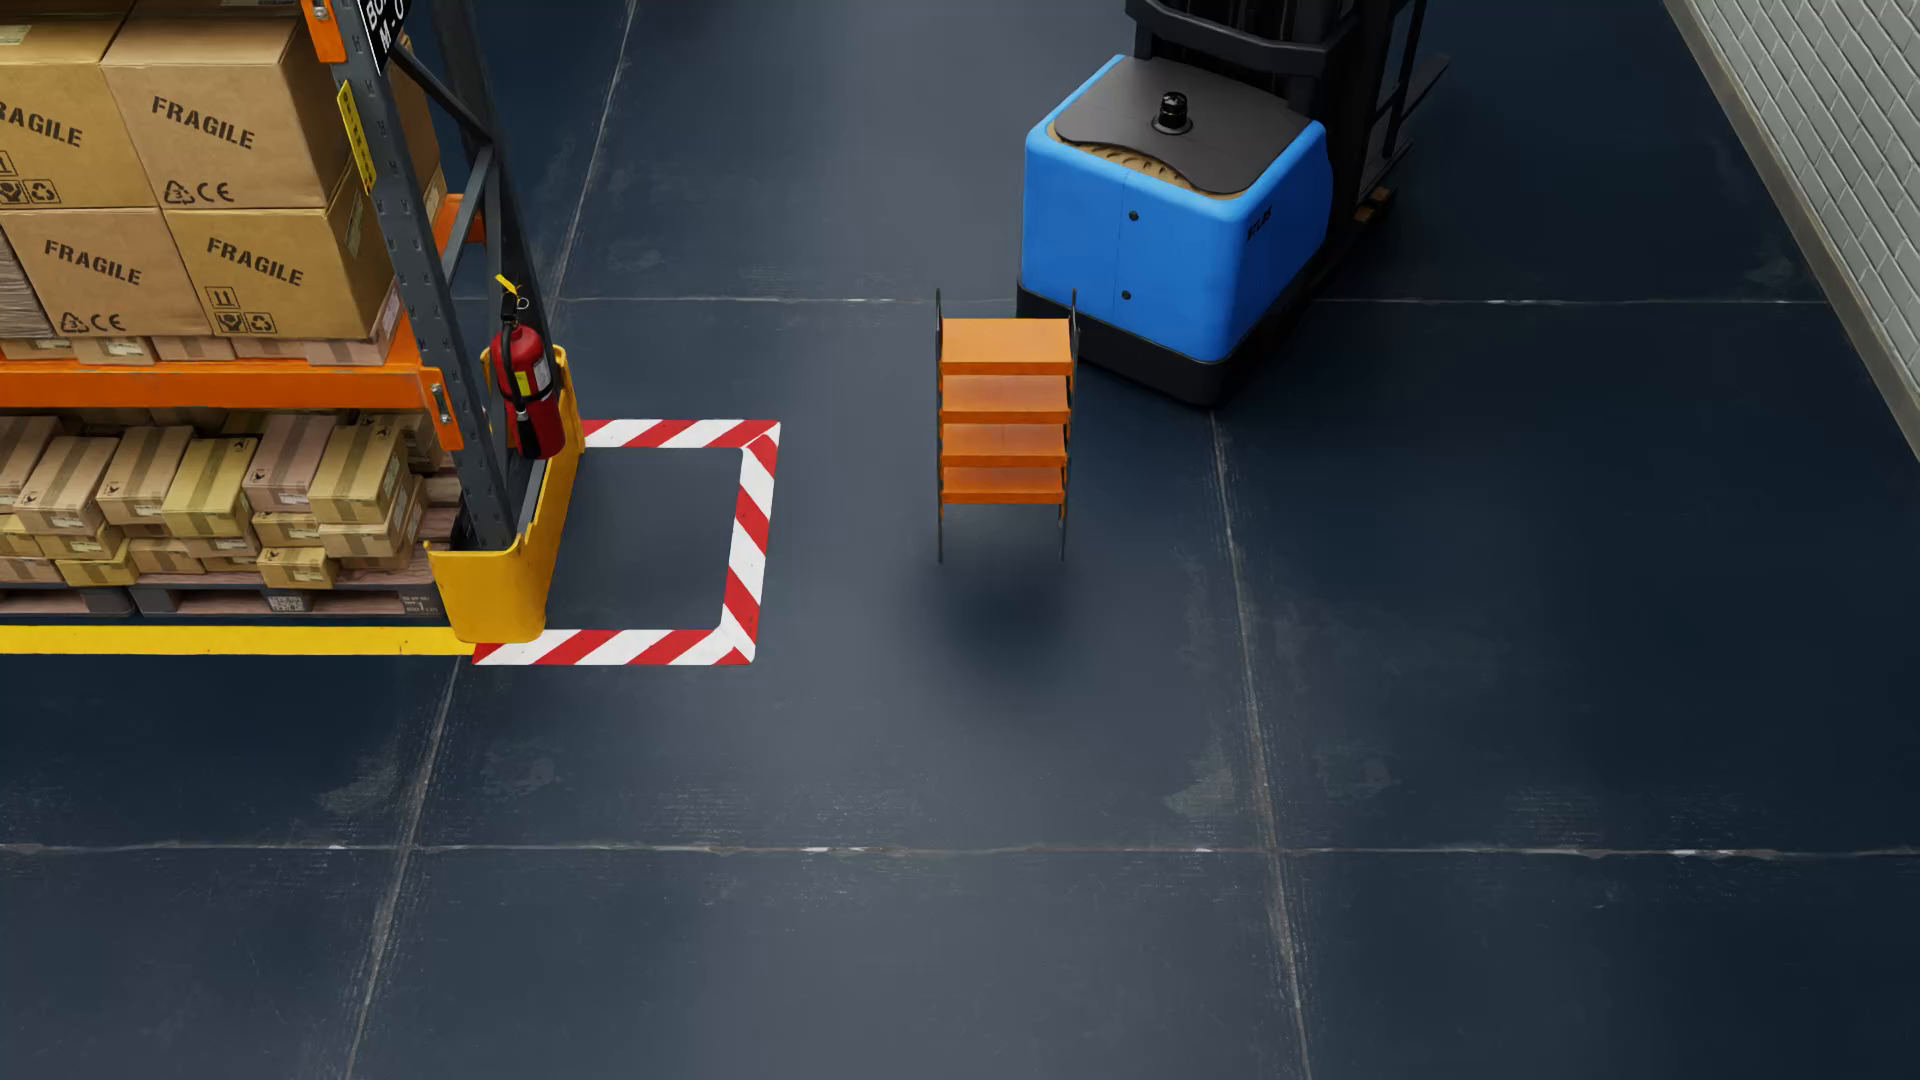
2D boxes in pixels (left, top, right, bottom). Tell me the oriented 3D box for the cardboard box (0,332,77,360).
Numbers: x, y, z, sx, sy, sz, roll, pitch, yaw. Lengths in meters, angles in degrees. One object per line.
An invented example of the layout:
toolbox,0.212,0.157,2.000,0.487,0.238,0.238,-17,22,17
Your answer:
cardboard box,-3.049,-0.786,5.604,0.250,0.149,0.380,-2,47,-2

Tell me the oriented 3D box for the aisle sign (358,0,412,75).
aisle sign,-1.632,-1.720,4.526,0.004,0.787,0.394,0,47,0

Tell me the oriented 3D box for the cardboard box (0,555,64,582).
cardboard box,-3.528,-0.027,6.386,0.250,0.149,0.380,1,47,1

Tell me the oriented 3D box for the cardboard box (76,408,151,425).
cardboard box,-3.280,-0.634,6.545,0.250,0.149,0.380,2,47,2

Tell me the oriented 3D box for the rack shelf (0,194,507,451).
rack shelf,-3.704,-0.815,5.951,4.000,0.370,1.077,0,47,0

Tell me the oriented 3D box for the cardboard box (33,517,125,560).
cardboard box,-3.271,-0.112,6.263,0.250,0.149,0.380,1,47,1

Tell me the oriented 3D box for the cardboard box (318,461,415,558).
cardboard box,-2.233,-0.120,6.270,0.250,0.149,0.380,-1,47,-1

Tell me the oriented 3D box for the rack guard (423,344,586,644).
rack guard,-1.780,-0.203,6.597,0.348,0.500,1.175,0,47,0

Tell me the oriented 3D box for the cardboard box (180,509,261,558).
cardboard box,-2.753,-0.120,6.270,0.250,0.149,0.380,-2,47,-1

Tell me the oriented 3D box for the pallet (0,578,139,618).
pallet,-3.809,-0.138,6.734,1.213,0.211,1.003,0,47,0

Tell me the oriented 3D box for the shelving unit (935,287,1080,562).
shelving unit,0.166,-0.408,6.310,0.503,1.200,0.258,0,47,0

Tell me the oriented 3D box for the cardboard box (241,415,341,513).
cardboard box,-2.485,-0.287,6.223,0.250,0.149,0.380,1,47,1

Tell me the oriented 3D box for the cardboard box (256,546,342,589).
cardboard box,-2.489,-0.001,6.363,0.250,0.149,0.380,1,47,1

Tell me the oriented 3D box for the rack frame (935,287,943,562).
rack frame,-0.078,-0.409,6.311,0.015,1.200,0.240,0,47,0

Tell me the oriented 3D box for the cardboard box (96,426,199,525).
cardboard box,-3.004,-0.242,6.181,0.250,0.149,0.380,-2,47,-1

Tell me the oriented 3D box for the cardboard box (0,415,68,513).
cardboard box,-3.536,-0.284,6.220,0.250,0.149,0.380,-1,47,-1

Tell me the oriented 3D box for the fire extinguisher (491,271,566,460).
fire extinguisher,-1.454,-0.562,5.532,0.183,0.674,0.296,0,47,0

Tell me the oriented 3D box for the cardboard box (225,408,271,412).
cardboard box,-2.754,-0.686,6.594,0.250,0.149,0.380,0,47,0

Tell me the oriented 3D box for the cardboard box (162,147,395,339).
cardboard box,-2.154,-1.003,5.362,0.500,0.500,0.500,1,47,1

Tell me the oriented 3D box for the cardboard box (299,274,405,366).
cardboard box,-2.031,-0.763,5.582,0.250,0.149,0.380,0,47,0

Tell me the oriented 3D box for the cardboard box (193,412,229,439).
cardboard box,-3.002,-0.575,6.693,0.250,0.149,0.380,1,47,1

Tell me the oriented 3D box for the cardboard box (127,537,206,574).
cardboard box,-3.000,-0.056,6.414,0.250,0.149,0.380,1,47,1

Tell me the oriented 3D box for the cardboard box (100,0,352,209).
cardboard box,-2.163,-1.350,5.002,0.500,0.500,0.500,-1,47,-1

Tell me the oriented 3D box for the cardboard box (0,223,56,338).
cardboard box,-3.176,-1.002,5.362,0.500,0.500,0.500,0,47,0

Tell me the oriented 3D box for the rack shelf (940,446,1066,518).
rack shelf,0.166,-0.227,6.505,0.480,0.148,0.258,0,47,0

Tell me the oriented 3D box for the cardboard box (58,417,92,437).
cardboard box,-3.539,-0.476,6.602,0.250,0.149,0.380,2,47,2

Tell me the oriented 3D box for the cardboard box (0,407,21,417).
cardboard box,-3.795,-0.599,6.512,0.250,0.149,0.380,0,47,0

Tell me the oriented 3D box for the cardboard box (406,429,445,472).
cardboard box,-2.227,-0.462,6.791,0.250,0.149,0.380,1,47,1

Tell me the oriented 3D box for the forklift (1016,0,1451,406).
forklift,1.491,-2.634,7.200,1.130,2.935,3.031,26,52,22

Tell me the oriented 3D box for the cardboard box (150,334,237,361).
cardboard box,-2.531,-0.781,5.599,0.250,0.149,0.380,0,47,0

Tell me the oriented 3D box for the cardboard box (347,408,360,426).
cardboard box,-2.501,-0.559,6.678,0.250,0.149,0.380,0,47,0

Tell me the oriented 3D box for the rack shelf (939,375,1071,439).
rack shelf,0.166,-0.515,6.196,0.480,0.148,0.258,0,47,0

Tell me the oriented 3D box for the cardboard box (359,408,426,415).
cardboard box,-2.227,-0.679,6.587,0.250,0.149,0.380,-2,47,-2
